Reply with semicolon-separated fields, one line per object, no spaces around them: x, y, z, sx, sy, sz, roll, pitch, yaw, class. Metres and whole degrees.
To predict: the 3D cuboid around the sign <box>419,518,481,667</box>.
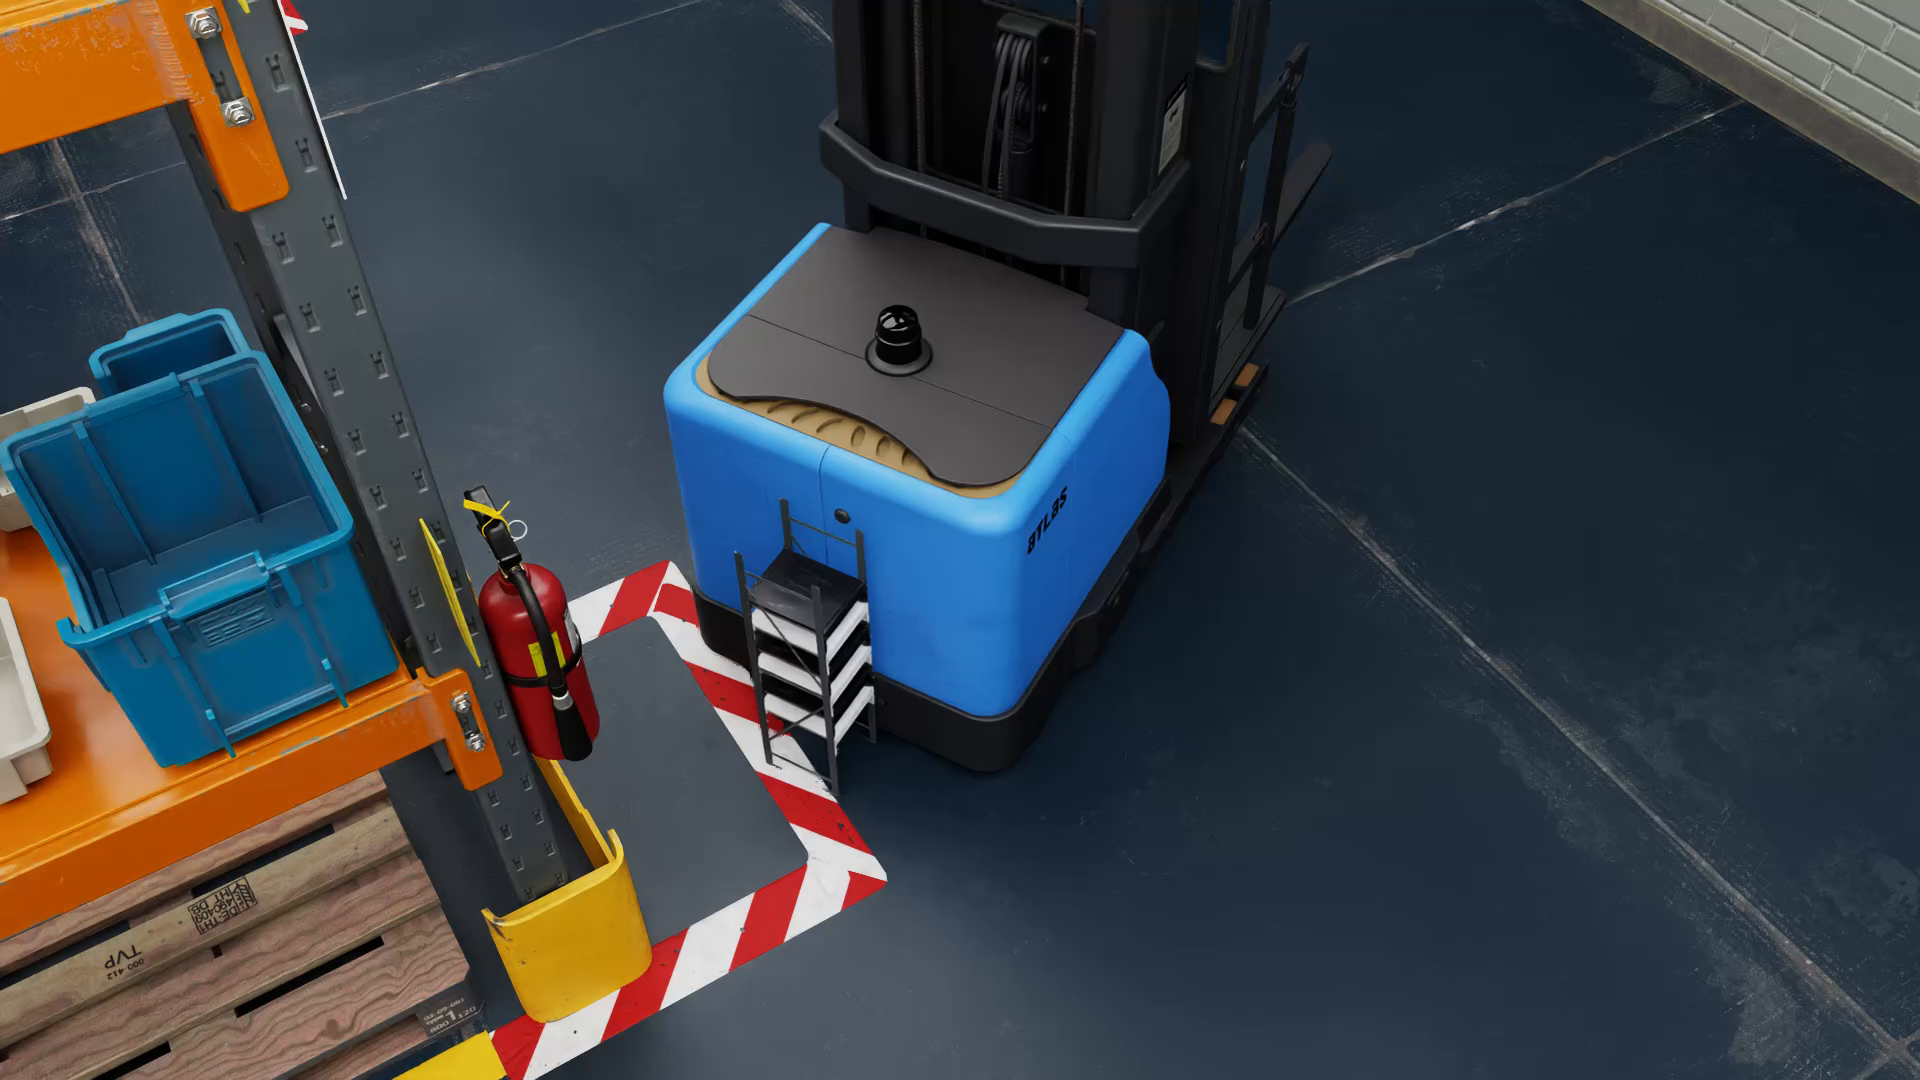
-0.932;0.100;3.043;0.005;0.325;0.100;-25;53;-21;sign

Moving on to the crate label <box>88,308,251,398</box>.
-1.623;-0.260;3.545;0.303;0.233;0.416;-25;53;-21;crate label

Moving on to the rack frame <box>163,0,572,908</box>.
-1.239;-0.187;3.408;0.127;3.000;1.000;-25;53;-21;rack frame

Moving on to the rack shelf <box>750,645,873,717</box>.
-0.391;0.327;4.401;0.258;0.077;0.200;22;52;19;rack shelf

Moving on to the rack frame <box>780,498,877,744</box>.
-0.342;0.238;4.435;0.240;0.900;0.006;22;52;19;rack frame

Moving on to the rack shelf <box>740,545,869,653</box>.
-0.391;0.147;4.199;0.258;0.077;0.200;22;52;19;rack shelf

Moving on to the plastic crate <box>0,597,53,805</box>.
-1.832;0.320;3.092;0.243;0.136;0.396;-25;53;-21;plastic crate

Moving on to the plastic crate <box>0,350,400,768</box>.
-1.422;0.033;3.148;0.499;0.435;0.616;-25;53;-21;plastic crate

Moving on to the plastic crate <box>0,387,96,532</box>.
-1.939;-0.153;3.514;0.298;0.136;0.250;-25;53;-21;plastic crate

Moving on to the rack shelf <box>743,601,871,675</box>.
-0.391;0.207;4.267;0.258;0.077;0.200;22;52;19;rack shelf

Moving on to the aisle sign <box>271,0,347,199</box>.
-1.022;-0.895;2.298;0.004;0.787;0.394;-25;53;-21;aisle sign

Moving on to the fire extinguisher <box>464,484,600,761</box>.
-0.869;0.190;3.374;0.183;0.674;0.296;-25;53;-21;fire extinguisher

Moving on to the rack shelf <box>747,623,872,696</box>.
-0.391;0.267;4.334;0.258;0.077;0.200;22;52;19;rack shelf

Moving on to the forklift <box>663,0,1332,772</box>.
0.383;-1.439;4.568;1.130;2.935;3.031;22;52;19;forklift

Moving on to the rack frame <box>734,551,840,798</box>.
-0.440;0.371;4.317;0.240;0.900;0.006;22;52;19;rack frame

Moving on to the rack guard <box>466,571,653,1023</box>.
-1.225;0.627;4.357;0.348;0.500;1.175;-25;53;-21;rack guard

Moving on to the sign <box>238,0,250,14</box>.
-0.932;-0.808;2.023;0.005;0.325;0.100;-25;53;-21;sign

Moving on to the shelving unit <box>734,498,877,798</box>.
-0.391;0.305;4.376;0.258;0.900;0.210;22;52;19;shelving unit

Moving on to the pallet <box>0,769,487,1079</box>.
-1.957;1.045;4.178;1.213;0.211;1.003;-25;53;-21;pallet

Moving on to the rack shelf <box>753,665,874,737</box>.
-0.391;0.387;4.468;0.258;0.077;0.200;22;52;19;rack shelf

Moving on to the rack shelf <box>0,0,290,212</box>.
-2.930;-0.148;1.846;4.000;0.370;1.077;-25;53;-21;rack shelf

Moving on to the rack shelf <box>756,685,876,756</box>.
-0.391;0.446;4.535;0.258;0.077;0.200;22;52;19;rack shelf

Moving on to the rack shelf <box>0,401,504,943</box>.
-2.930;0.850;2.967;4.000;0.370;1.077;-25;53;-21;rack shelf
